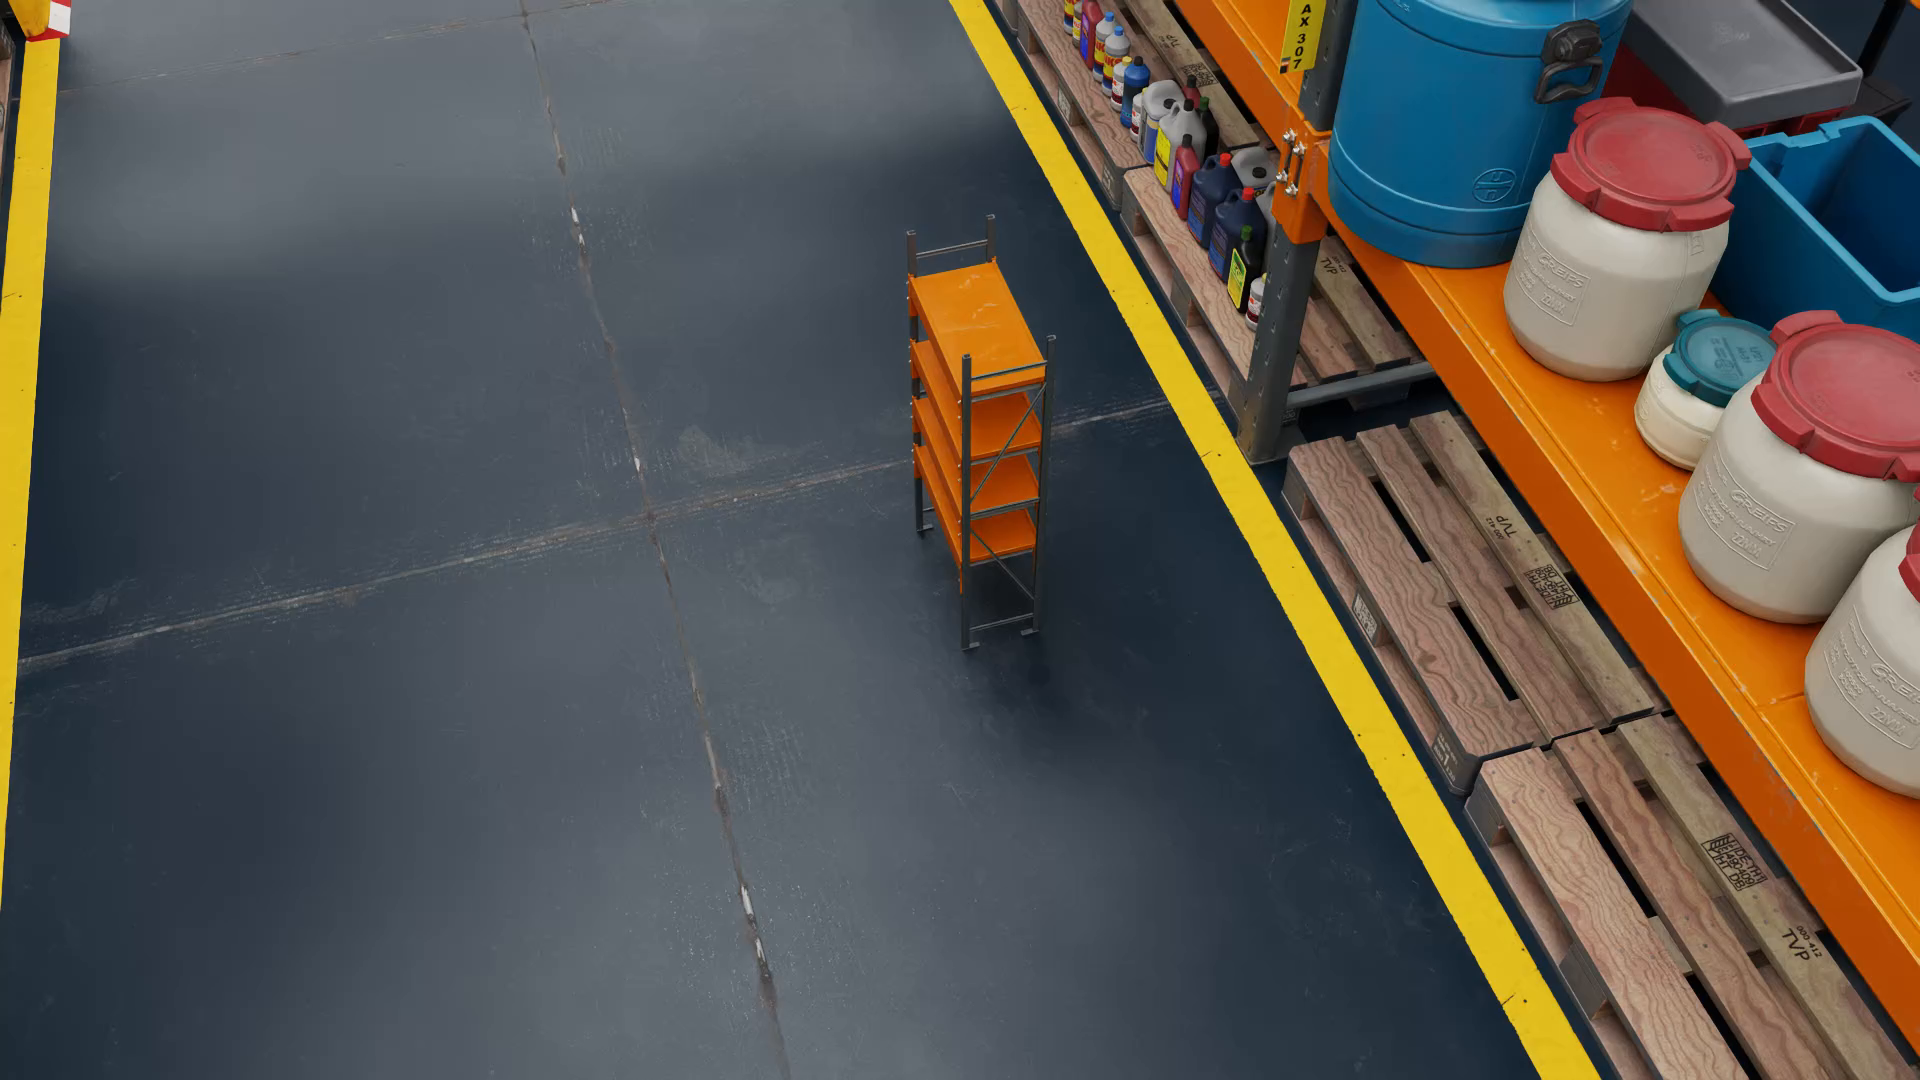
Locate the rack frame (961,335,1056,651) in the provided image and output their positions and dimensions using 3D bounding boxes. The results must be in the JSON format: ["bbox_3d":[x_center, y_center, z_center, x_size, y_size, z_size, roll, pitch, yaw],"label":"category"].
[{"bbox_3d":[0.121,-0.088,4.539,0.240,1.200,0.015,-13,51,-11],"label":"rack frame"}]

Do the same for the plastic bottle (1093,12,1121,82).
[{"bbox_3d":[0.566,-1.900,6.386,0.097,0.271,0.097,0,50,0],"label":"plastic bottle"}]

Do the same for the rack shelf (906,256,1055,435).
[{"bbox_3d":[0.049,-0.519,4.389,0.258,0.148,0.480,-13,51,-11],"label":"rack shelf"}]

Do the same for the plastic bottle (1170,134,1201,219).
[{"bbox_3d":[0.798,-1.282,5.858,0.061,0.283,0.133,-10,51,-9],"label":"plastic bottle"}]

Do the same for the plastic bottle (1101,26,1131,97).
[{"bbox_3d":[0.596,-1.827,6.325,0.097,0.271,0.097,0,50,0],"label":"plastic bottle"}]

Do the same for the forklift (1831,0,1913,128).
[{"bbox_3d":[2.833,-2.450,5.398,1.130,2.935,3.031,-24,54,-19],"label":"forklift"}]

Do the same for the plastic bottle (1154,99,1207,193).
[{"bbox_3d":[0.791,-1.430,5.938,0.144,0.351,0.185,-14,51,-11],"label":"plastic bottle"}]

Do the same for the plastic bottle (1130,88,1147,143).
[{"bbox_3d":[0.686,-1.582,6.164,0.097,0.201,0.097,0,50,0],"label":"plastic bottle"}]

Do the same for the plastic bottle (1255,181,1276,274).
[{"bbox_3d":[1.081,-1.087,5.649,0.144,0.351,0.185,-13,51,-11],"label":"plastic bottle"}]

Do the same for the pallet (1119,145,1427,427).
[{"bbox_3d":[1.250,-0.962,5.923,1.003,0.211,1.213,-13,51,-11],"label":"pallet"}]

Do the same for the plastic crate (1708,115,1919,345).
[{"bbox_3d":[2.032,-0.620,3.821,0.392,0.384,0.575,-13,51,-11],"label":"plastic crate"}]

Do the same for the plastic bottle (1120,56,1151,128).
[{"bbox_3d":[0.655,-1.679,6.200,0.097,0.271,0.097,0,50,0],"label":"plastic bottle"}]

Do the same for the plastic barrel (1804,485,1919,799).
[{"bbox_3d":[1.827,0.196,3.034,0.433,0.535,0.433,0,50,0],"label":"plastic barrel"}]

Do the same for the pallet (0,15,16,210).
[{"bbox_3d":[-4.276,-1.607,6.466,1.003,0.211,1.213,-13,51,-11],"label":"pallet"}]

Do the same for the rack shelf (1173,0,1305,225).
[{"bbox_3d":[0.818,-2.590,5.942,1.077,0.370,4.000,-13,51,-11],"label":"rack shelf"}]

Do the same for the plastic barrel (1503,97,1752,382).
[{"bbox_3d":[1.482,-0.656,3.752,0.433,0.535,0.433,0,50,0],"label":"plastic barrel"}]

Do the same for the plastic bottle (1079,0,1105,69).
[{"bbox_3d":[0.514,-1.984,6.450,0.061,0.283,0.133,-13,51,-10],"label":"plastic bottle"}]

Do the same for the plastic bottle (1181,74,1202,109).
[{"bbox_3d":[0.848,-1.552,6.086,0.061,0.283,0.133,-13,51,-11],"label":"plastic bottle"}]

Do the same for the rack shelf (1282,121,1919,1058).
[{"bbox_3d":[2.000,0.332,3.479,1.077,0.370,4.000,-13,51,-11],"label":"rack shelf"}]

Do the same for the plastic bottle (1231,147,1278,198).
[{"bbox_3d":[1.021,-1.222,5.812,0.152,0.276,0.135,-13,51,-11],"label":"plastic bottle"}]

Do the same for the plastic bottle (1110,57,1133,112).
[{"bbox_3d":[0.625,-1.732,6.290,0.097,0.201,0.097,0,50,0],"label":"plastic bottle"}]

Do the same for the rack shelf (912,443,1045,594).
[{"bbox_3d":[0.049,-0.094,4.893,0.258,0.148,0.480,-13,51,-11],"label":"rack shelf"}]

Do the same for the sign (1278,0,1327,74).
[{"bbox_3d":[0.880,-1.334,4.231,0.100,0.325,0.005,-13,51,-11],"label":"sign"}]

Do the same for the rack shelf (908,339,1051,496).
[{"bbox_3d":[0.049,-0.367,4.570,0.258,0.148,0.480,-13,51,-11],"label":"rack shelf"}]

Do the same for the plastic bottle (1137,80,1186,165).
[{"bbox_3d":[0.747,-1.526,6.068,0.152,0.276,0.135,-12,51,-10],"label":"plastic bottle"}]

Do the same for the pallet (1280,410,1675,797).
[{"bbox_3d":[1.678,0.103,5.025,1.003,0.211,1.213,-13,51,-11],"label":"pallet"}]

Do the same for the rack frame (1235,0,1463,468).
[{"bbox_3d":[1.409,-1.361,4.435,1.000,3.000,0.127,-13,51,-11],"label":"rack frame"}]

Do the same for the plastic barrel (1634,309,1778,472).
[{"bbox_3d":[1.654,-0.315,3.644,0.301,0.262,0.301,0,50,0],"label":"plastic barrel"}]

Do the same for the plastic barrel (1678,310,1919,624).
[{"bbox_3d":[1.699,-0.120,3.301,0.433,0.535,0.433,0,50,0],"label":"plastic barrel"}]

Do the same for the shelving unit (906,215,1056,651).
[{"bbox_3d":[0.049,-0.266,4.689,0.258,1.200,0.503,-13,51,-11],"label":"shelving unit"}]

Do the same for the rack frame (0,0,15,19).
[{"bbox_3d":[-4.505,-3.162,5.954,1.000,3.000,0.127,-13,51,-11],"label":"rack frame"}]

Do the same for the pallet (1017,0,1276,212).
[{"bbox_3d":[0.886,-1.855,6.675,1.003,0.211,1.213,-13,51,-11],"label":"pallet"}]

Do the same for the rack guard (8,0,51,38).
[{"bbox_3d":[-4.483,-2.301,6.863,1.175,0.500,0.348,-13,51,-11],"label":"rack guard"}]

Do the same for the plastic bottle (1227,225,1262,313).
[{"bbox_3d":[0.952,-0.904,5.539,0.061,0.283,0.133,-11,51,-9],"label":"plastic bottle"}]

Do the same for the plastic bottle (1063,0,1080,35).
[{"bbox_3d":[0.465,-2.150,6.597,0.097,0.271,0.097,0,50,0],"label":"plastic bottle"}]

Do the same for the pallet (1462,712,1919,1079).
[{"bbox_3d":[2.043,0.995,4.273,1.003,0.211,1.213,-13,51,-11],"label":"pallet"}]

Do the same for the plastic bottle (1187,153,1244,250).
[{"bbox_3d":[0.886,-1.194,5.740,0.144,0.351,0.185,-16,52,-13],"label":"plastic bottle"}]

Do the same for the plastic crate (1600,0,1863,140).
[{"bbox_3d":[1.844,-1.097,4.171,0.402,0.464,0.583,-13,51,-11],"label":"plastic crate"}]

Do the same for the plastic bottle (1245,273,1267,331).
[{"bbox_3d":[1.004,-0.795,5.501,0.097,0.201,0.097,0,50,0],"label":"plastic bottle"}]

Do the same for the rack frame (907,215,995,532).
[{"bbox_3d":[-0.023,-0.444,4.840,0.240,1.200,0.015,-13,51,-11],"label":"rack frame"}]

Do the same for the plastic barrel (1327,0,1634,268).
[{"bbox_3d":[1.234,-1.172,3.948,0.600,0.901,0.708,-13,51,-11],"label":"plastic barrel"}]

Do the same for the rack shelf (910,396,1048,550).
[{"bbox_3d":[0.049,-0.222,4.741,0.258,0.148,0.480,-13,51,-11],"label":"rack shelf"}]

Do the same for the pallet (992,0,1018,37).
[{"bbox_3d":[0.529,-2.744,7.425,1.003,0.211,1.213,-13,51,-11],"label":"pallet"}]

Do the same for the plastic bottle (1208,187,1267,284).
[{"bbox_3d":[0.943,-1.054,5.621,0.144,0.351,0.185,-15,51,-12],"label":"plastic bottle"}]

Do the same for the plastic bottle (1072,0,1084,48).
[{"bbox_3d":[0.495,-2.052,6.560,0.097,0.201,0.097,0,50,0],"label":"plastic bottle"}]

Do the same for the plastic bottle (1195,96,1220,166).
[{"bbox_3d":[0.881,-1.450,6.000,0.061,0.283,0.133,-13,51,-11],"label":"plastic bottle"}]
